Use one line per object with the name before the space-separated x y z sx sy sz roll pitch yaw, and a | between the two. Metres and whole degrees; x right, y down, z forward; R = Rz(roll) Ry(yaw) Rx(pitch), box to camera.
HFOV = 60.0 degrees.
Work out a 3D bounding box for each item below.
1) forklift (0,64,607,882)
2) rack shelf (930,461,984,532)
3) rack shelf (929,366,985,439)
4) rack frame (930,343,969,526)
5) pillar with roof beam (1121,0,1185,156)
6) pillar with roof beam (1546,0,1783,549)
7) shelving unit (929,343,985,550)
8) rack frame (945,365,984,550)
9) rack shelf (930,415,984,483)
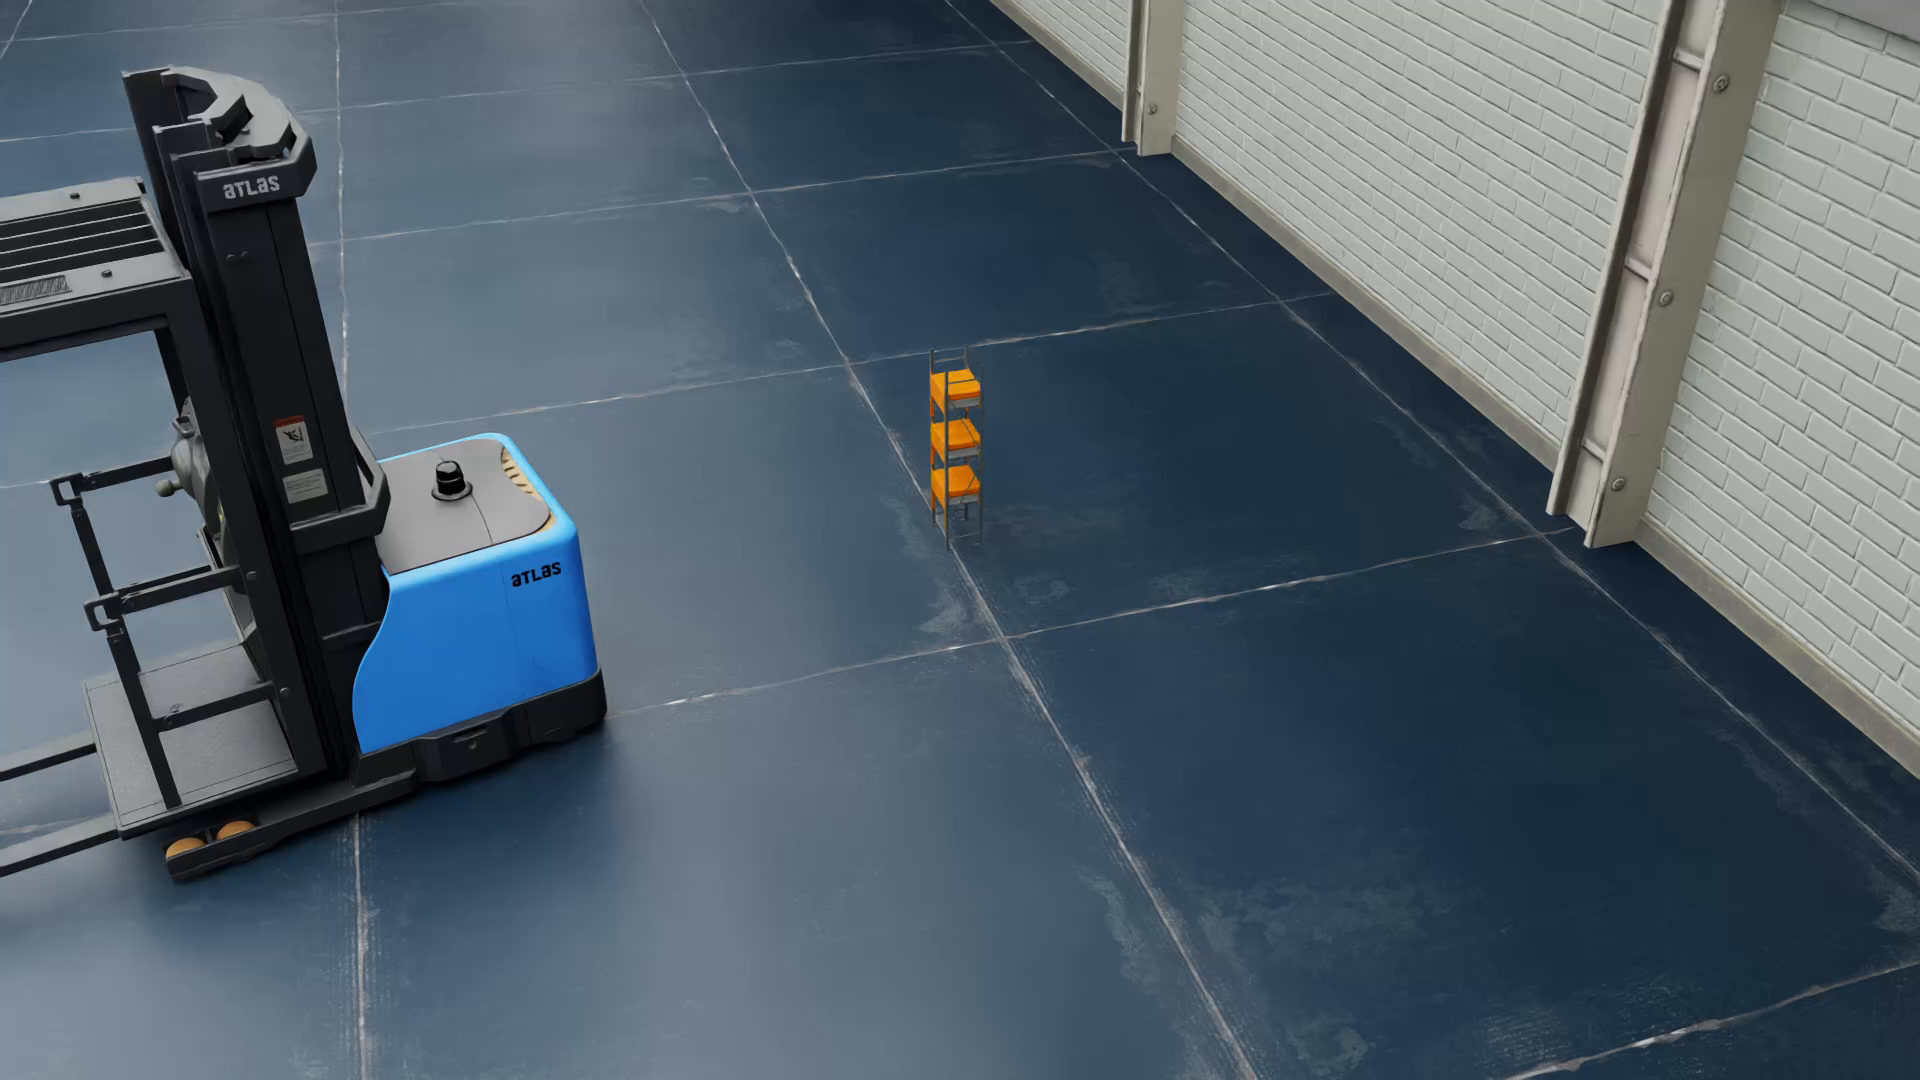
forklift | -3.112 -0.192 6.382 3.031 2.935 1.130 -18 38 -25
rack shelf | -0.016 -0.225 8.662 0.215 0.259 0.240 -10 35 -15
rack shelf | -0.016 -0.694 8.352 0.215 0.259 0.240 -10 35 -15
rack frame | -0.054 -0.530 8.600 0.200 1.050 0.008 -10 35 -15
pillar with roof beam | -2.560 -6.263 10.066 9.100 9.000 0.400 -10 35 -15
pillar with roof beam | -0.730 -3.113 5.299 9.100 9.000 0.400 -10 35 -15
shelving unit | -0.016 -0.466 8.503 0.215 1.050 0.252 -10 35 -15
rack frame | 0.021 -0.402 8.406 0.200 1.050 0.008 -10 35 -15
rack shelf | -0.016 -0.457 8.509 0.215 0.259 0.240 -10 35 -15
